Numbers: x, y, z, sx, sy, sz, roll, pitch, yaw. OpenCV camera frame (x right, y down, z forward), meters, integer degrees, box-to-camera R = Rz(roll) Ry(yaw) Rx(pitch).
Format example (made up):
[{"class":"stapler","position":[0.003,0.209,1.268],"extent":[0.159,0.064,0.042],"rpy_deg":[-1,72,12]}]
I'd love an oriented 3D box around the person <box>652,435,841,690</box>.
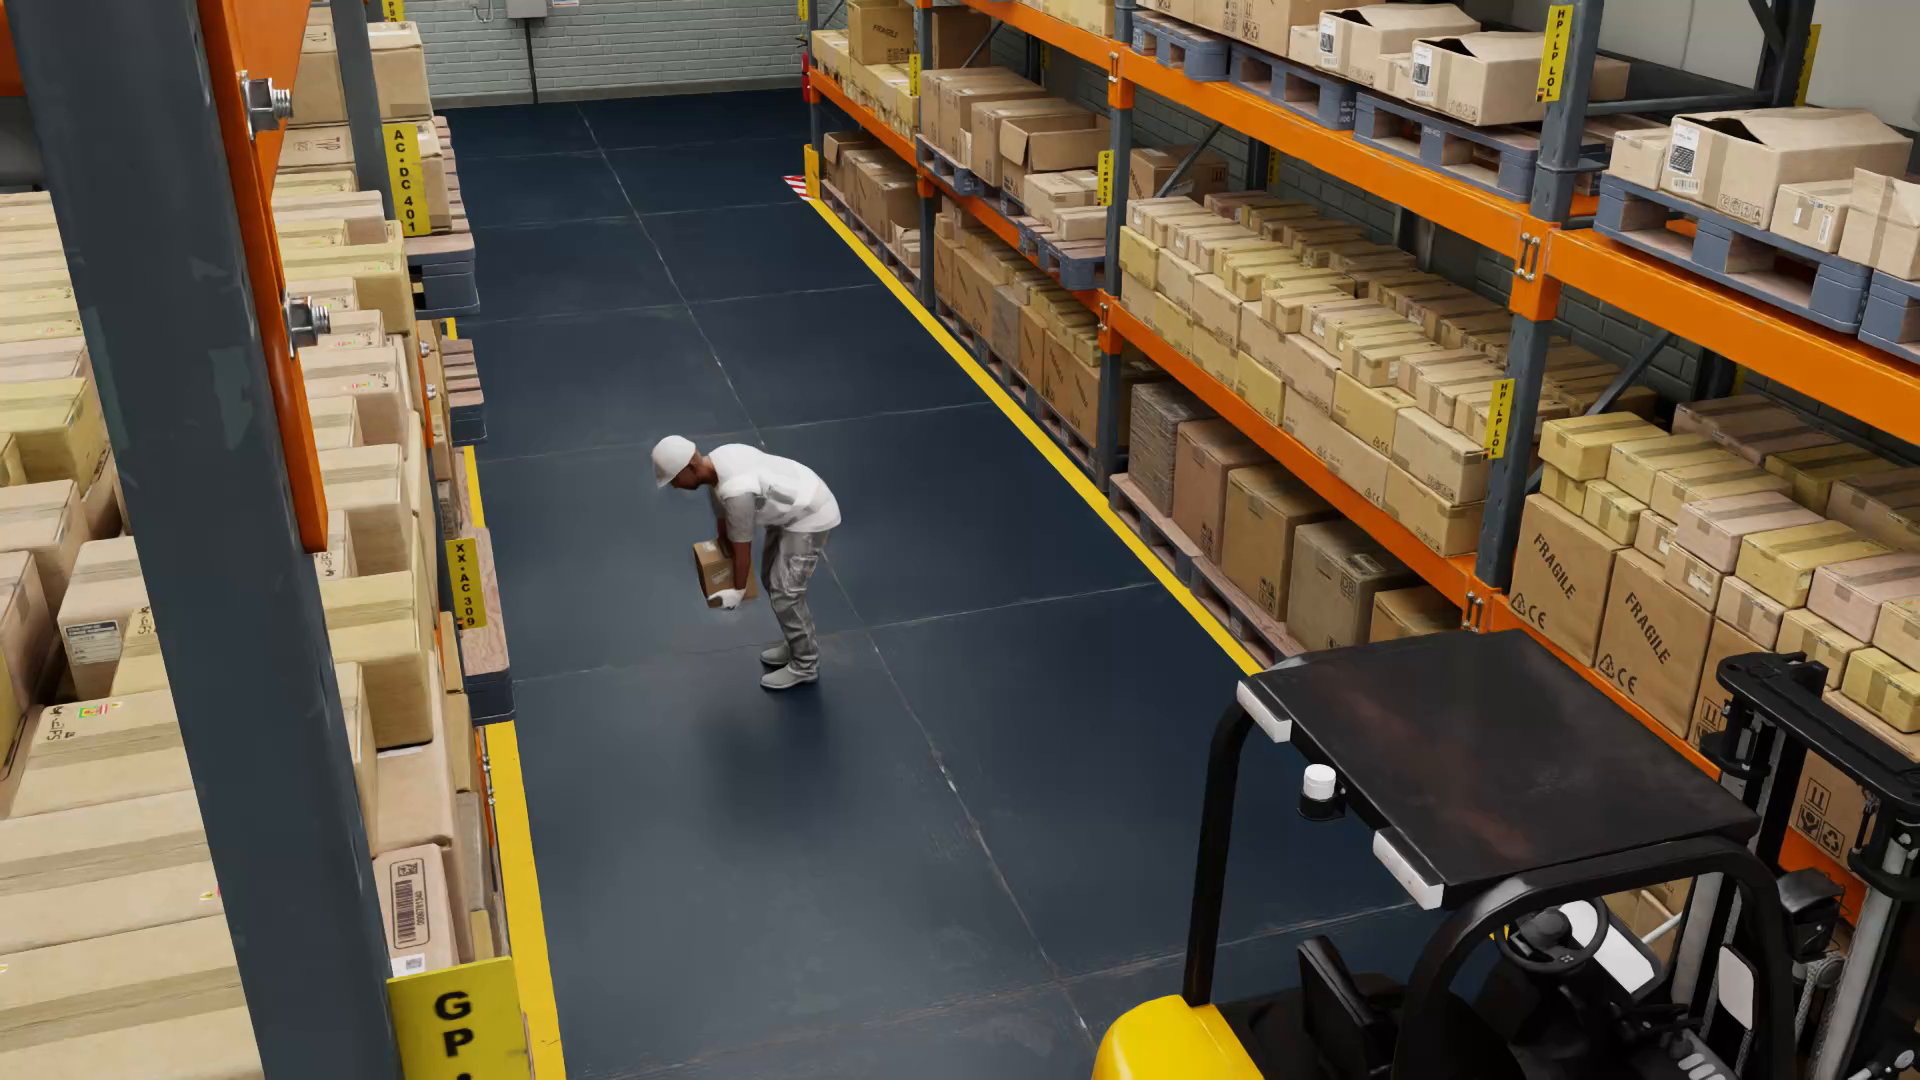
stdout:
[{"class":"person","position":[-1.048,0.086,8.344],"extent":[0.902,1.404,0.484],"rpy_deg":[-9,27,-17]}]
